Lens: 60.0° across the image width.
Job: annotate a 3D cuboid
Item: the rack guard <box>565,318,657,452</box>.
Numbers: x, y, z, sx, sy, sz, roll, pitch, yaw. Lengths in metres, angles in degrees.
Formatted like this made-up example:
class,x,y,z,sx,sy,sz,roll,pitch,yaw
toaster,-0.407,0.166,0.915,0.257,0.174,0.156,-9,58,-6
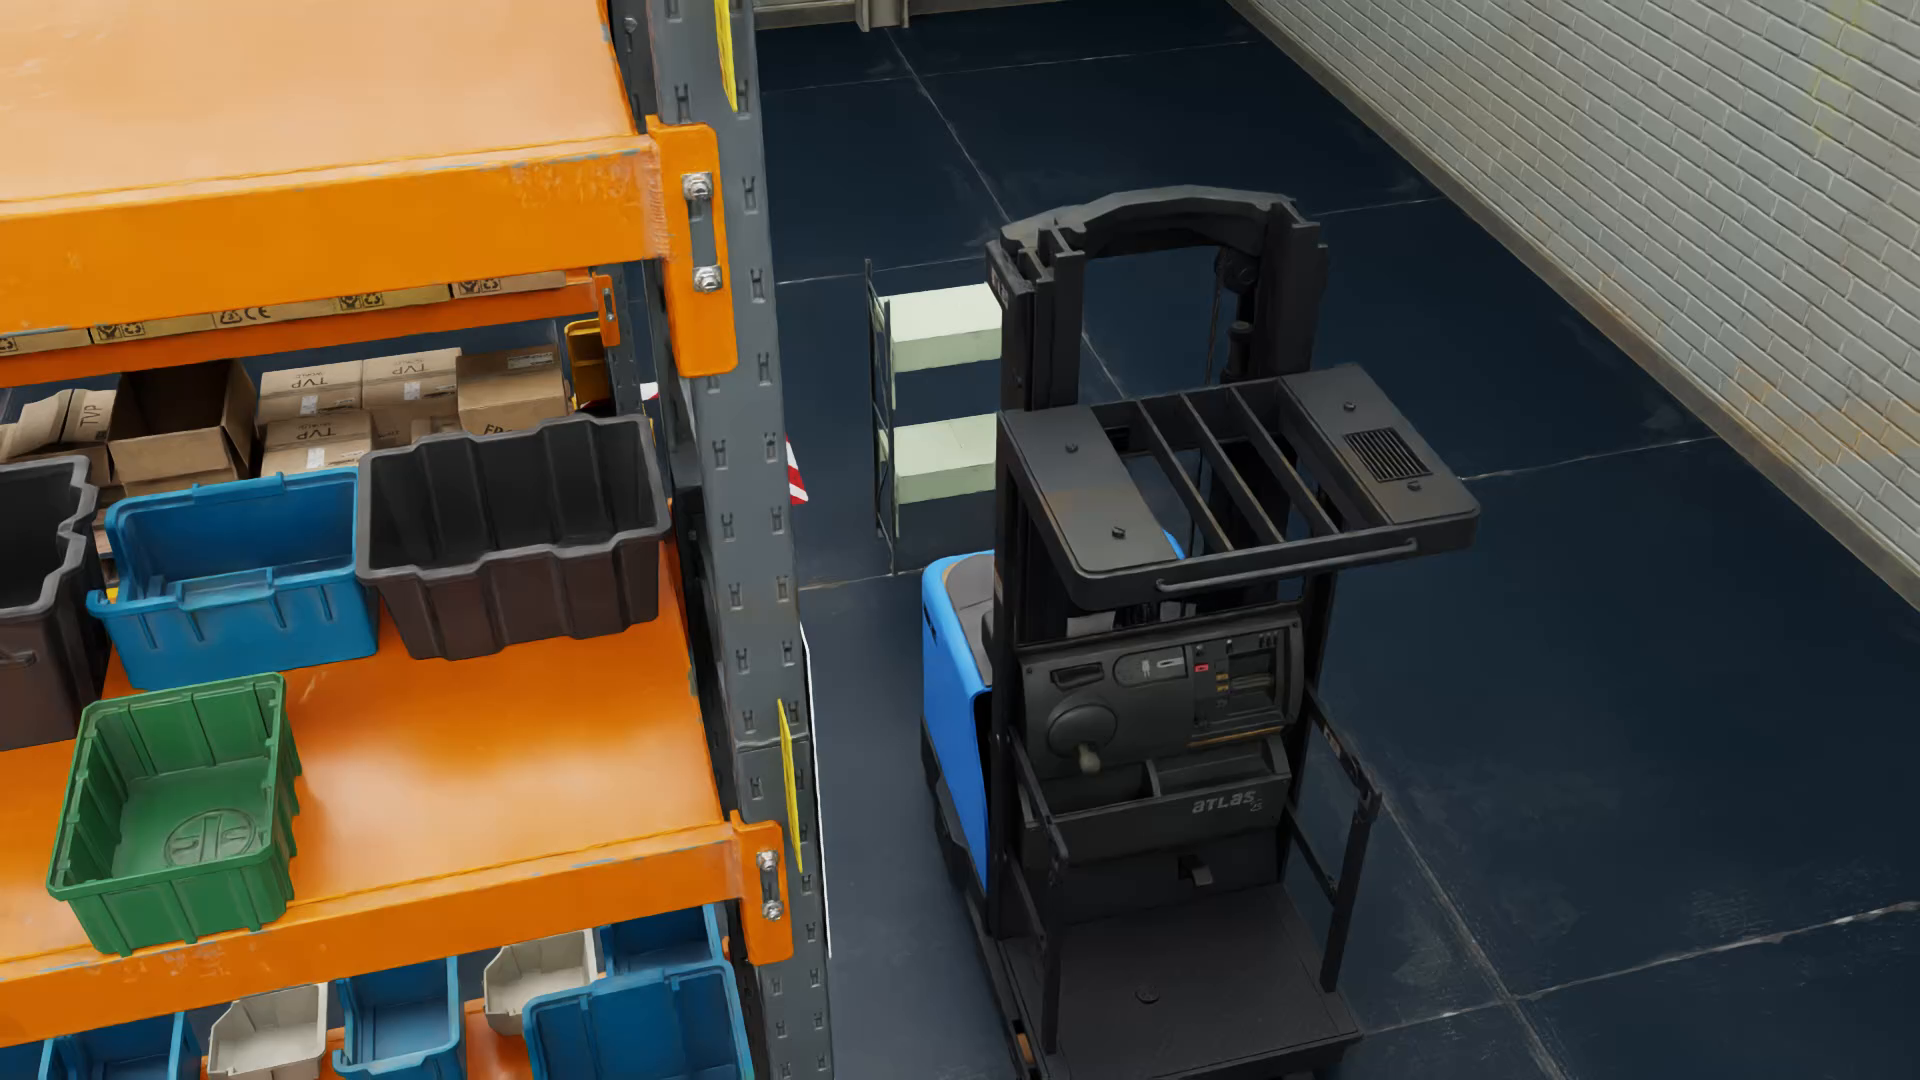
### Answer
class,x,y,z,sx,sy,sz,roll,pitch,yaw
rack guard,-1.809,-0.651,8.668,0.348,0.500,1.175,-9,38,-12

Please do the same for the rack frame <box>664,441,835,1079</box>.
class,x,y,z,sx,sy,sz,roll,pitch,yaw
rack frame,-0.448,1.251,4.126,0.127,3.000,1.000,-9,38,-12

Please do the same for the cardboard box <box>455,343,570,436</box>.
class,x,y,z,sx,sy,sz,roll,pitch,yaw
cardboard box,-2.196,-0.607,8.249,0.500,0.500,0.500,-9,38,-12

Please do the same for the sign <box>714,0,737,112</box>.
class,x,y,z,sx,sy,sz,roll,pitch,yaw
sign,-0.289,-0.684,1.983,0.005,0.325,0.100,-9,38,-12

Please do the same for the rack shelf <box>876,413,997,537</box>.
class,x,y,z,sx,sy,sz,roll,pitch,yaw
rack shelf,-0.006,-0.336,7.970,0.720,0.370,0.431,-9,38,-12

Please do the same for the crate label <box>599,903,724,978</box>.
class,x,y,z,sx,sy,sz,roll,pitch,yaw
crate label,-0.772,1.139,4.360,0.303,0.233,0.416,-9,38,-12

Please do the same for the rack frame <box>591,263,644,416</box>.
class,x,y,z,sx,sy,sz,roll,pitch,yaw
rack frame,-1.736,-1.655,7.925,0.127,3.000,1.000,-9,38,-12

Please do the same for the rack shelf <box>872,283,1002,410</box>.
class,x,y,z,sx,sy,sz,roll,pitch,yaw
rack shelf,-0.006,-0.905,7.535,0.720,0.370,0.431,-9,38,-12

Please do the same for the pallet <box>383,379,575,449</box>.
class,x,y,z,sx,sy,sz,roll,pitch,yaw
pallet,-2.578,-0.409,8.590,1.213,0.211,1.003,-9,38,-12

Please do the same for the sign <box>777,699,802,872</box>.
class,x,y,z,sx,sy,sz,roll,pitch,yaw
sign,-0.289,0.421,2.828,0.005,0.325,0.100,-9,38,-12

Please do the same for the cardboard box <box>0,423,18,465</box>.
class,x,y,z,sx,sy,sz,roll,pitch,yaw
cardboard box,-4.775,-0.415,8.288,0.250,0.149,0.380,-9,38,-12

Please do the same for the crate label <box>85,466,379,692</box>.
class,x,y,z,sx,sy,sz,roll,pitch,yaw
crate label,-1.423,0.075,3.316,0.502,0.251,0.408,-9,38,-12

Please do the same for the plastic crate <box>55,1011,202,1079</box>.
class,x,y,z,sx,sy,sz,roll,pitch,yaw
plastic crate,-2.043,1.348,4.087,0.300,0.233,0.416,-9,38,-12

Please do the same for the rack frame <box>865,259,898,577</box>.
class,x,y,z,sx,sy,sz,roll,pitch,yaw
rack frame,-0.360,-0.537,7.697,0.023,1.500,0.400,-9,38,-12

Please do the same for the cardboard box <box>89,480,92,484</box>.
class,x,y,z,sx,sy,sz,roll,pitch,yaw
cardboard box,-4.303,-0.154,7.931,0.250,0.166,0.380,-9,38,-12

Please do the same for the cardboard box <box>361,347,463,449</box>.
class,x,y,z,sx,sy,sz,roll,pitch,yaw
cardboard box,-2.817,-0.739,8.628,0.500,0.250,0.500,-9,38,-12

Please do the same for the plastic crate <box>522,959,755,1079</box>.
class,x,y,z,sx,sy,sz,roll,pitch,yaw
plastic crate,-0.722,1.375,3.884,0.499,0.435,0.616,-9,38,-12

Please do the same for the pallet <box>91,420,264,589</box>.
class,x,y,z,sx,sy,sz,roll,pitch,yaw
pallet,-3.754,-0.218,8.341,1.213,0.211,1.003,-9,38,-12

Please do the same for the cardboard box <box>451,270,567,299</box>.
class,x,y,z,sx,sy,sz,roll,pitch,yaw
cardboard box,-2.097,-1.465,7.593,0.500,0.500,0.500,-8,38,-11

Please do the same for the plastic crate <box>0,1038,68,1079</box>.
class,x,y,z,sx,sy,sz,roll,pitch,yaw
plastic crate,-2.333,1.395,4.025,0.300,0.233,0.416,-9,38,-12

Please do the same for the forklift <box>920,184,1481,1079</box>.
class,x,y,z,sx,sy,sz,roll,pitch,yaw
forklift,0.701,0.558,5.087,1.130,2.935,3.031,-9,38,-11

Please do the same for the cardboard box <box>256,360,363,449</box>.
class,x,y,z,sx,sy,sz,roll,pitch,yaw
cardboard box,-3.300,-0.660,8.524,0.500,0.250,0.500,-9,38,-12

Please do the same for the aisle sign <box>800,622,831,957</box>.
class,x,y,z,sx,sy,sz,roll,pitch,yaw
aisle sign,-0.302,0.379,3.126,0.004,0.787,0.394,-9,38,-12

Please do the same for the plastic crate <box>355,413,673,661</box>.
class,x,y,z,sx,sy,sz,roll,pitch,yaw
plastic crate,-0.892,0.009,3.388,0.590,0.269,0.497,-9,38,-12

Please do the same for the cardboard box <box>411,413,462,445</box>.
class,x,y,z,sx,sy,sz,roll,pitch,yaw
cardboard box,-2.611,-0.463,8.335,0.250,0.166,0.380,-9,38,-12

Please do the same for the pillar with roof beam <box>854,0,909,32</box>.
class,x,y,z,sx,sy,sz,roll,pitch,yaw
pillar with roof beam,0.473,-5.353,7.821,0.400,9.000,9.100,-9,38,-12

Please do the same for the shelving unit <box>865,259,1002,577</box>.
class,x,y,z,sx,sy,sz,roll,pitch,yaw
shelving unit,-0.006,-0.595,7.772,0.755,1.500,0.431,-9,38,-12

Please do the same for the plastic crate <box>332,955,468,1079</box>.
class,x,y,z,sx,sy,sz,roll,pitch,yaw
plastic crate,-1.408,1.244,4.223,0.300,0.233,0.416,-9,38,-12

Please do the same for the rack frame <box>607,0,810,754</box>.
class,x,y,z,sx,sy,sz,roll,pitch,yaw
rack frame,-0.448,-1.132,2.303,0.127,3.000,1.000,-9,38,-12

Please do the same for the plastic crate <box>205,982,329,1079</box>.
class,x,y,z,sx,sy,sz,roll,pitch,yaw
plastic crate,-1.758,1.287,4.245,0.298,0.136,0.250,-9,38,-12

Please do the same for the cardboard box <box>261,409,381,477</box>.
class,x,y,z,sx,sy,sz,roll,pitch,yaw
cardboard box,-3.121,-0.375,8.151,0.500,0.250,0.500,-9,38,-12

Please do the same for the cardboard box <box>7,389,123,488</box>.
class,x,y,z,sx,sy,sz,roll,pitch,yaw
cardboard box,-4.397,-0.504,8.270,0.500,0.311,0.500,-9,38,-12

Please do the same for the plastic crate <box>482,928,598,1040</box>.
class,x,y,z,sx,sy,sz,roll,pitch,yaw
plastic crate,-1.103,1.180,4.386,0.298,0.136,0.250,-9,38,-12

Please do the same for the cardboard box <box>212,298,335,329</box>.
class,x,y,z,sx,sy,sz,roll,pitch,yaw
cardboard box,-3.080,-1.304,7.384,0.500,0.500,0.500,-9,38,-12

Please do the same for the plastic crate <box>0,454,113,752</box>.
class,x,y,z,sx,sy,sz,roll,pitch,yaw
plastic crate,-1.994,0.165,3.128,0.767,0.338,0.504,-9,38,-12

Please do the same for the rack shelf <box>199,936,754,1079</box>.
class,x,y,z,sx,sy,sz,roll,pitch,yaw
rack shelf,-2.379,1.853,3.930,4.000,0.370,1.077,-9,38,-12

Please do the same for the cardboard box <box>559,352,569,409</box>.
class,x,y,z,sx,sy,sz,roll,pitch,yaw
cardboard box,-2.229,-0.833,8.834,0.250,0.149,0.380,-9,38,-12

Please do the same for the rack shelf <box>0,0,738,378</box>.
class,x,y,z,sx,sy,sz,roll,pitch,yaw
rack shelf,-2.379,-0.371,2.229,4.000,0.370,1.077,-9,38,-12

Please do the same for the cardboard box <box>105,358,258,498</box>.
class,x,y,z,sx,sy,sz,roll,pitch,yaw
cardboard box,-3.785,-0.506,8.114,0.637,0.503,0.797,-9,38,-12

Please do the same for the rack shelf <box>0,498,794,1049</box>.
class,x,y,z,sx,sy,sz,roll,pitch,yaw
rack shelf,-2.379,0.662,3.019,4.000,0.370,1.077,-9,38,-12

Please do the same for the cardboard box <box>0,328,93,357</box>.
class,x,y,z,sx,sy,sz,roll,pitch,yaw
cardboard box,-4.057,-1.143,7.173,0.500,0.500,0.500,-10,38,-12

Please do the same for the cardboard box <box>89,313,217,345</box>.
class,x,y,z,sx,sy,sz,roll,pitch,yaw
cardboard box,-3.567,-1.225,7.279,0.500,0.500,0.500,-10,39,-13

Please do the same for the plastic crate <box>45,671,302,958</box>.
class,x,y,z,sx,sy,sz,roll,pitch,yaw
plastic crate,-1.326,0.467,2.855,0.336,0.188,0.450,-9,38,-12

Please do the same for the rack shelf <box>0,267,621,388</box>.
class,x,y,z,sx,sy,sz,roll,pitch,yaw
rack shelf,-3.666,-1.053,7.729,4.000,0.370,1.077,-9,38,-12

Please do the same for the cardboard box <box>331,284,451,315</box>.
class,x,y,z,sx,sy,sz,roll,pitch,yaw
cardboard box,-2.597,-1.380,7.483,0.500,0.500,0.500,-9,38,-12
